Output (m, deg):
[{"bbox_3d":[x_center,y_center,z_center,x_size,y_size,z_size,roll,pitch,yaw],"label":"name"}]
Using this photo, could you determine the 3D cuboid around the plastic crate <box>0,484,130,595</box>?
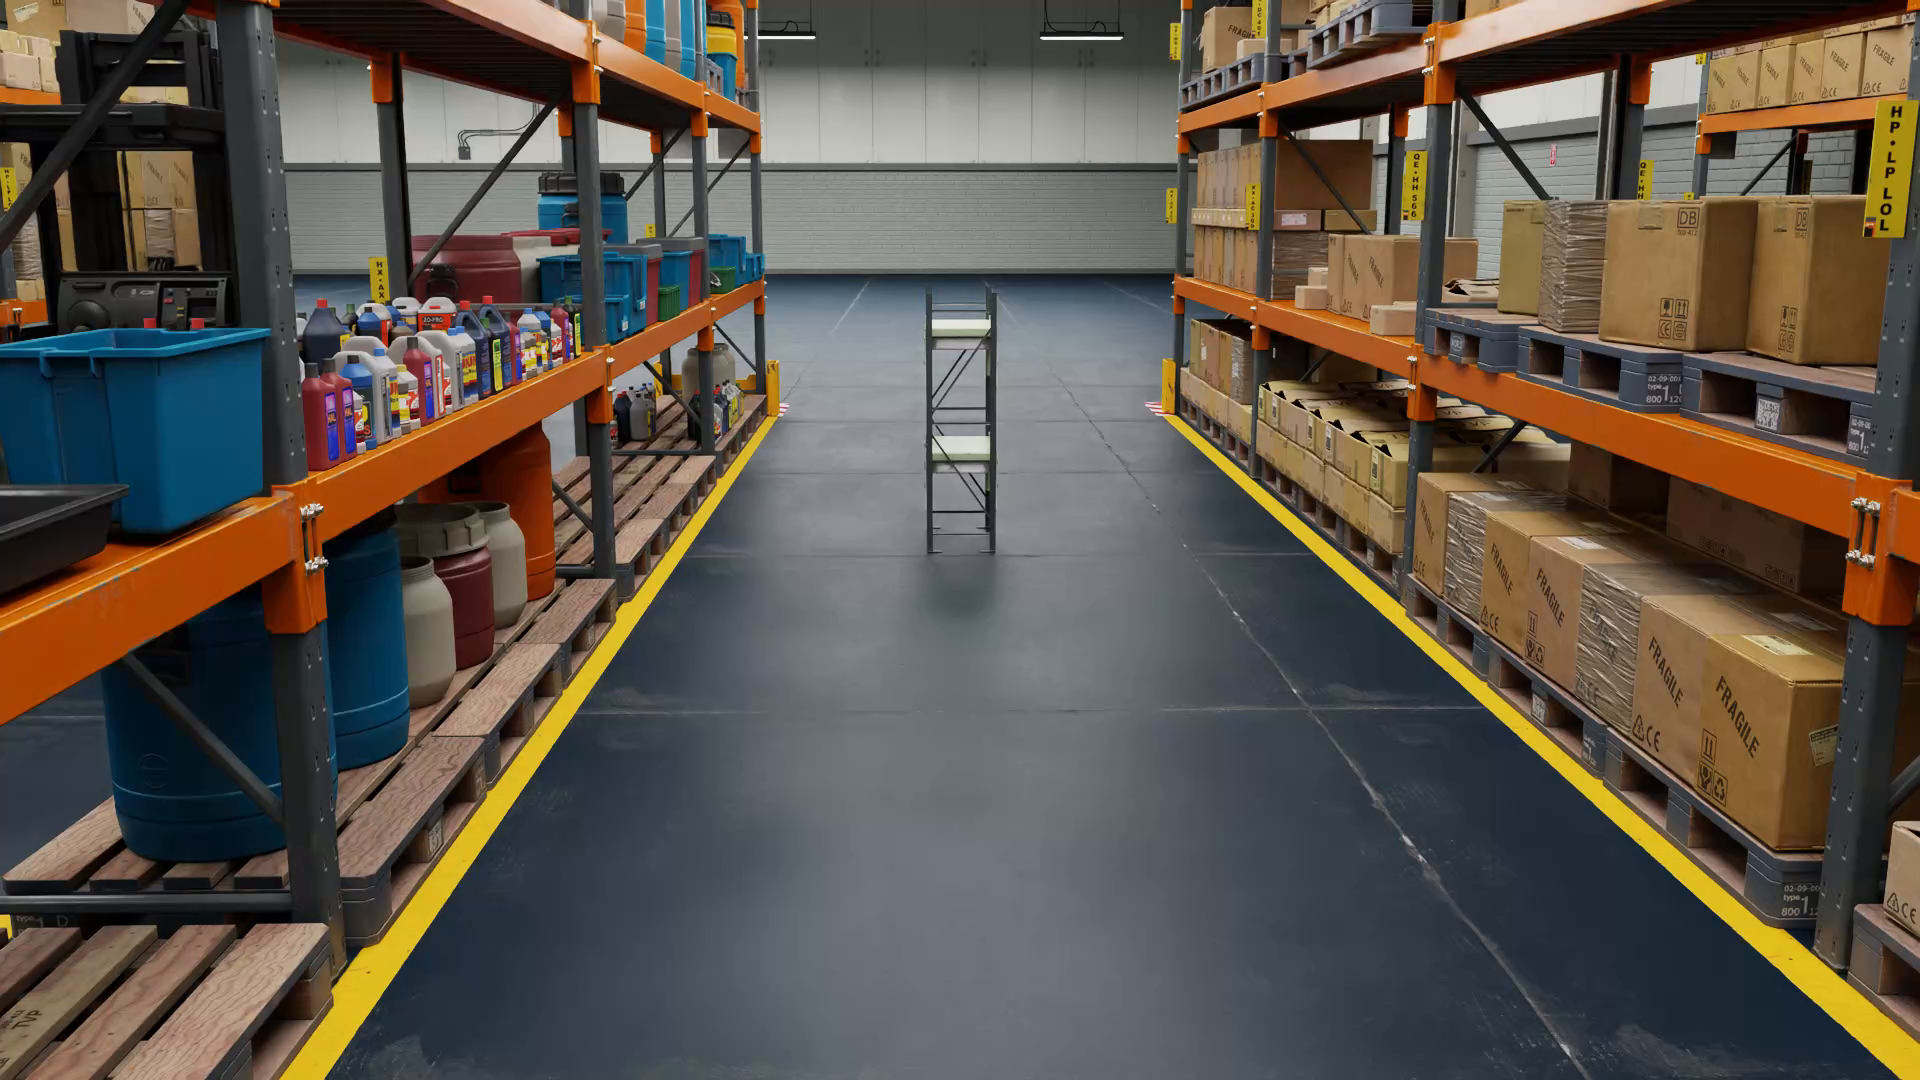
[{"bbox_3d":[-1.843,0.010,3.007,0.437,0.125,0.590,0,11,-1],"label":"plastic crate"}]

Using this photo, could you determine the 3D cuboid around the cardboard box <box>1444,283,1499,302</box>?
[{"bbox_3d":[2.771,-1.160,8.459,0.500,0.311,0.500,0,11,2],"label":"cardboard box"}]

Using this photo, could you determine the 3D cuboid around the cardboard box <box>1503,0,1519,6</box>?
[{"bbox_3d":[2.788,-2.463,6.858,0.910,0.500,0.500,0,11,-1],"label":"cardboard box"}]

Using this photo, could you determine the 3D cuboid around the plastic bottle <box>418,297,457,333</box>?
[{"bbox_3d":[-2.380,-0.964,7.581,0.152,0.276,0.135,0,11,-1],"label":"plastic bottle"}]

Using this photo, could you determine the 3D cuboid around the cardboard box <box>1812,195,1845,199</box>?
[{"bbox_3d":[7.270,-2.544,13.494,0.500,0.500,0.500,-1,11,-3],"label":"cardboard box"}]

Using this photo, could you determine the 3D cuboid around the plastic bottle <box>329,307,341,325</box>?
[{"bbox_3d":[-2.560,-0.803,6.765,0.061,0.283,0.133,0,11,-1],"label":"plastic bottle"}]

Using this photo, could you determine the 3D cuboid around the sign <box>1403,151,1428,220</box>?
[{"bbox_3d":[2.180,-1.696,7.963,0.100,0.325,0.005,0,11,-1],"label":"sign"}]

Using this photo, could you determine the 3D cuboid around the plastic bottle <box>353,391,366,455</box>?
[{"bbox_3d":[-1.739,-0.344,4.708,0.097,0.201,0.097,0,11,0],"label":"plastic bottle"}]

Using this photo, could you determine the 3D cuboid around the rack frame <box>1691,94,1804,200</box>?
[{"bbox_3d":[7.522,-2.743,16.035,1.000,3.000,0.127,0,11,-1],"label":"rack frame"}]

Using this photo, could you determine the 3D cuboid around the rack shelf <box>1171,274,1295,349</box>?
[{"bbox_3d":[2.611,-1.972,14.043,1.077,0.370,4.000,0,11,-1],"label":"rack shelf"}]

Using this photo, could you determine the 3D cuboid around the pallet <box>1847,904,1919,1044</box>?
[{"bbox_3d":[2.831,1.167,3.778,1.003,0.211,1.213,0,11,-1],"label":"pallet"}]

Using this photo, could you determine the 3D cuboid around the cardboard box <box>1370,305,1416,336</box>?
[{"bbox_3d":[2.440,-1.186,8.993,0.380,0.149,0.250,0,11,-1],"label":"cardboard box"}]

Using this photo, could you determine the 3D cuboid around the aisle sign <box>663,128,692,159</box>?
[{"bbox_3d":[-2.677,-3.989,15.641,0.394,0.787,0.004,0,11,-1],"label":"aisle sign"}]

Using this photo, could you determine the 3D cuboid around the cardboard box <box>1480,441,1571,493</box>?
[{"bbox_3d":[3.018,-0.370,8.787,0.500,0.311,0.500,0,11,1],"label":"cardboard box"}]

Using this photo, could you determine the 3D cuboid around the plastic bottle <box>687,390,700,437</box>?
[{"bbox_3d":[-2.046,-0.986,12.931,0.144,0.351,0.185,0,11,-1],"label":"plastic bottle"}]

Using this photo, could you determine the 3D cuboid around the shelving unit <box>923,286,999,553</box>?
[{"bbox_3d":[0.000,-0.736,9.917,0.431,1.500,0.755,0,11,-1],"label":"shelving unit"}]

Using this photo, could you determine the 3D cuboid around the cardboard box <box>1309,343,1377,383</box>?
[{"bbox_3d":[2.956,-1.246,12.630,0.500,0.500,0.500,0,11,-1],"label":"cardboard box"}]

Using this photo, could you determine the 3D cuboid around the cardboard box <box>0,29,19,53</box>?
[{"bbox_3d":[-6.951,-3.545,11.817,0.380,0.149,0.250,-1,11,-3],"label":"cardboard box"}]

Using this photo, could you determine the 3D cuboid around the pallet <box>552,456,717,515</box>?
[{"bbox_3d":[-2.245,-0.385,11.424,1.003,0.211,1.213,0,11,-1],"label":"pallet"}]

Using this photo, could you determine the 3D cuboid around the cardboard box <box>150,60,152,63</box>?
[{"bbox_3d":[-7.104,-4.014,14.132,0.380,0.149,0.250,0,11,0],"label":"cardboard box"}]

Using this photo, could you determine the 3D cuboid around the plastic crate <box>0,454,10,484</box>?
[{"bbox_3d":[-2.268,-0.124,3.638,0.396,0.136,0.243,0,11,-1],"label":"plastic crate"}]

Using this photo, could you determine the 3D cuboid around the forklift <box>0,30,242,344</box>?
[{"bbox_3d":[-4.579,-1.306,9.126,1.130,2.935,3.031,0,11,-1],"label":"forklift"}]

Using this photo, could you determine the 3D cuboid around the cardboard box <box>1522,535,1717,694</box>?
[{"bbox_3d":[2.496,0.277,6.330,0.500,0.500,0.500,-1,11,-3],"label":"cardboard box"}]

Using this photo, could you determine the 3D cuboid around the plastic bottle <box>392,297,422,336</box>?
[{"bbox_3d":[-2.532,-0.964,7.578,0.152,0.276,0.135,0,11,-1],"label":"plastic bottle"}]

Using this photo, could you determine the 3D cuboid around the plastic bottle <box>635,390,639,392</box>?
[{"bbox_3d":[-2.644,-1.091,13.647,0.097,0.271,0.097,0,11,0],"label":"plastic bottle"}]

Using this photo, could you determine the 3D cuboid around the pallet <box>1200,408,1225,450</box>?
[{"bbox_3d":[2.649,-0.962,14.267,1.003,0.211,1.213,0,11,-1],"label":"pallet"}]

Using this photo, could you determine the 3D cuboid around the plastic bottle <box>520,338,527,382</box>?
[{"bbox_3d":[-1.780,-0.732,6.621,0.097,0.201,0.097,0,11,0],"label":"plastic bottle"}]

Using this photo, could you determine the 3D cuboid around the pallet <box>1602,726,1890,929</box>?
[{"bbox_3d":[2.763,0.869,5.247,1.003,0.211,1.213,0,11,-1],"label":"pallet"}]

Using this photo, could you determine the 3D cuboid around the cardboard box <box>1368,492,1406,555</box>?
[{"bbox_3d":[2.480,-0.093,8.835,0.500,0.250,0.500,0,11,0],"label":"cardboard box"}]

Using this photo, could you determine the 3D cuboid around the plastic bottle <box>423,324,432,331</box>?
[{"bbox_3d":[-1.911,-0.639,5.987,0.097,0.271,0.097,0,11,0],"label":"plastic bottle"}]

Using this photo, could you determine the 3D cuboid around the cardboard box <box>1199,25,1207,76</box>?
[{"bbox_3d":[2.577,-4.403,15.004,0.797,0.503,0.637,1,11,3],"label":"cardboard box"}]

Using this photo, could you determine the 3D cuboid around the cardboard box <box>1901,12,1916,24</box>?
[{"bbox_3d":[7.323,-4.065,12.192,0.500,0.500,0.500,-1,12,-6],"label":"cardboard box"}]

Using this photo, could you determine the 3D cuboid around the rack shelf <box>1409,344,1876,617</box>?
[{"bbox_3d":[2.776,-0.381,6.204,1.077,0.370,4.000,0,11,-1],"label":"rack shelf"}]

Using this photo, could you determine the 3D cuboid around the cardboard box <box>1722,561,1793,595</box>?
[{"bbox_3d":[3.026,0.370,5.869,0.500,0.500,0.500,0,11,0],"label":"cardboard box"}]

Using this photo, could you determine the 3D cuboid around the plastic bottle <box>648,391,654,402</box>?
[{"bbox_3d":[-2.505,-1.054,13.433,0.061,0.283,0.133,0,11,-1],"label":"plastic bottle"}]

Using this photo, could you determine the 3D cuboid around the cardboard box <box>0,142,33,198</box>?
[{"bbox_3d":[-7.007,-2.662,12.122,0.500,0.500,0.500,0,11,-1],"label":"cardboard box"}]

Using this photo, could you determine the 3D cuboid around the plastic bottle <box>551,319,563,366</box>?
[{"bbox_3d":[-1.794,-0.867,7.288,0.097,0.201,0.097,0,11,0],"label":"plastic bottle"}]

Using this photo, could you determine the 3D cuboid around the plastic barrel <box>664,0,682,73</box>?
[{"bbox_3d":[-2.059,-3.393,10.432,0.600,0.901,0.600,0,11,0],"label":"plastic barrel"}]

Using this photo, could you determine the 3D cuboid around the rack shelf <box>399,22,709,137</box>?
[{"bbox_3d":[-2.259,-2.627,9.729,1.077,0.370,4.000,0,11,-1],"label":"rack shelf"}]

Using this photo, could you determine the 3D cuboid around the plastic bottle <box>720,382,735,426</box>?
[{"bbox_3d":[-1.915,-1.109,13.536,0.144,0.351,0.185,0,11,-2],"label":"plastic bottle"}]

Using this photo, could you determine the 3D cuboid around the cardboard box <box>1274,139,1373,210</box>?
[{"bbox_3d":[2.637,-2.700,12.308,0.700,0.500,0.500,0,11,-1],"label":"cardboard box"}]

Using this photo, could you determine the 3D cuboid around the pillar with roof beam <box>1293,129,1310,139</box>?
[{"bbox_3d":[3.601,-10.301,38.199,9.100,9.000,0.548,0,11,-1],"label":"pillar with roof beam"}]

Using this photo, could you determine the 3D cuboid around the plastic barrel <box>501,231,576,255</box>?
[{"bbox_3d":[-2.476,-1.551,9.817,0.433,0.535,0.433,0,11,0],"label":"plastic barrel"}]

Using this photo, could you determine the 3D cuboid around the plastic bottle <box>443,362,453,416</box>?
[{"bbox_3d":[-1.758,-0.520,5.579,0.097,0.201,0.097,0,11,0],"label":"plastic bottle"}]

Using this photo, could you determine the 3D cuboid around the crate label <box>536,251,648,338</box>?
[{"bbox_3d":[-1.968,-1.328,8.971,0.502,0.435,0.616,0,11,-1],"label":"crate label"}]

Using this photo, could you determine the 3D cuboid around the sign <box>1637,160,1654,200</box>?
[{"bbox_3d":[3.277,-1.664,8.005,0.100,0.325,0.005,0,11,-1],"label":"sign"}]

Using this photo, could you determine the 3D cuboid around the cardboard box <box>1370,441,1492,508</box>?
[{"bbox_3d":[2.478,-0.368,8.777,0.500,0.311,0.500,0,11,0],"label":"cardboard box"}]

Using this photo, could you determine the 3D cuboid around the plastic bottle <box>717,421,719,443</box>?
[{"bbox_3d":[-1.871,-0.837,12.570,0.097,0.201,0.097,0,11,0],"label":"plastic bottle"}]

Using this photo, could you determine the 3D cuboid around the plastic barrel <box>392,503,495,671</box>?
[{"bbox_3d":[-2.167,0.186,6.608,0.600,0.588,0.708,0,11,-1],"label":"plastic barrel"}]

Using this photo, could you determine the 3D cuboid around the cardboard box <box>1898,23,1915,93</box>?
[{"bbox_3d":[7.347,-3.577,12.298,0.500,0.500,0.500,0,11,0],"label":"cardboard box"}]

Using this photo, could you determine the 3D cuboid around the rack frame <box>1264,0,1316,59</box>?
[{"bbox_3d":[2.652,-4.867,11.415,1.000,3.000,0.127,0,11,-1],"label":"rack frame"}]

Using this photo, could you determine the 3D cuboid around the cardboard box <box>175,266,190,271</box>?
[{"bbox_3d":[-7.072,-2.354,14.750,0.380,0.149,0.250,0,11,-1],"label":"cardboard box"}]

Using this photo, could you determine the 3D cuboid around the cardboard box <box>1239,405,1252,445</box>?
[{"bbox_3d":[2.424,-0.876,12.693,0.500,0.250,0.500,0,11,-1],"label":"cardboard box"}]

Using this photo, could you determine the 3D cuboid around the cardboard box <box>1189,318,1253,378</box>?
[{"bbox_3d":[2.370,-1.741,15.068,0.500,0.500,0.500,0,11,-1],"label":"cardboard box"}]

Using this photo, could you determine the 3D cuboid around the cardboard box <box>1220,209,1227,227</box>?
[{"bbox_3d":[2.393,-2.704,13.962,0.380,0.149,0.250,0,11,-1],"label":"cardboard box"}]

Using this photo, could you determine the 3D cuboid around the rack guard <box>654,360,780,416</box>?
[{"bbox_3d":[-2.334,-1.462,16.009,1.175,0.500,0.348,0,11,-1],"label":"rack guard"}]

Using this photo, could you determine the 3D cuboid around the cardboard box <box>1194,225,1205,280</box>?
[{"bbox_3d":[2.566,-2.678,15.463,0.700,0.500,0.500,0,11,-1],"label":"cardboard box"}]
